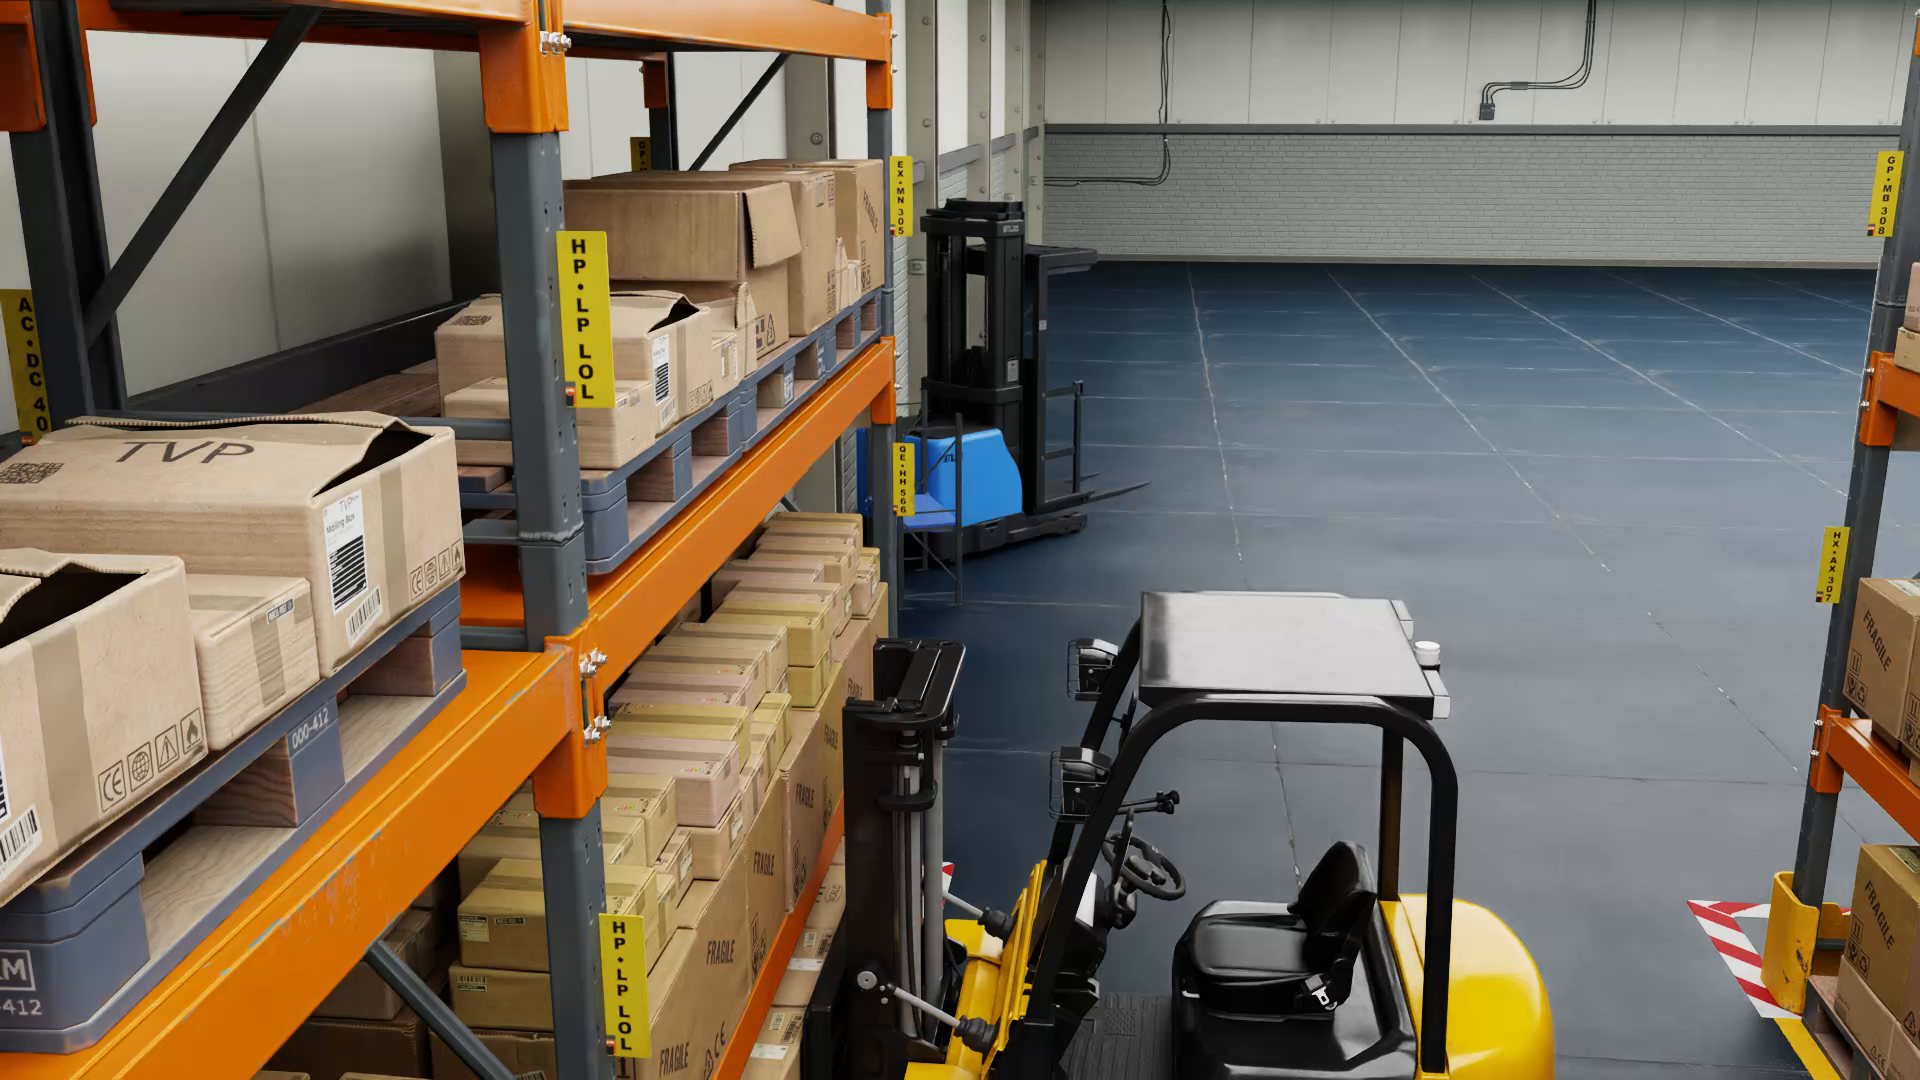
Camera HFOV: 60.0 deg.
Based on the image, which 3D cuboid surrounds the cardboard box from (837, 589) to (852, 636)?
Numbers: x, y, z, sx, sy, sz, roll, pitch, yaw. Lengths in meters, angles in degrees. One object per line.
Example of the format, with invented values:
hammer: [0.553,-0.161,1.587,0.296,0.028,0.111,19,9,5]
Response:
cardboard box: [-0.634,0.262,6.512,0.380,0.149,0.250,2,15,7]

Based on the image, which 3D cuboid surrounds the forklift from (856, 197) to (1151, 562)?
forklift: [0.505,-1.536,14.727,3.031,2.935,1.130,-14,21,-42]

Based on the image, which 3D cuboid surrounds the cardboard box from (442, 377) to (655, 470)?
cardboard box: [-0.883,-0.255,3.598,0.380,0.149,0.250,2,15,7]

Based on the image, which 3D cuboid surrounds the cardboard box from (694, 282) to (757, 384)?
cardboard box: [-0.766,-0.580,4.576,0.396,0.266,0.258,1,15,5]

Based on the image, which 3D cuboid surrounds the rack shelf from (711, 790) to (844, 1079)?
rack shelf: [-1.010,1.259,5.639,1.077,0.370,4.000,2,15,6]

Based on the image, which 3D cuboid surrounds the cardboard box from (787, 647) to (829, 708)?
cardboard box: [-0.665,0.463,5.770,0.380,0.149,0.250,2,15,7]

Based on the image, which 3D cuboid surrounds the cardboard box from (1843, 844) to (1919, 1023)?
cardboard box: [3.780,1.508,6.366,0.500,0.500,0.500,1,15,4]

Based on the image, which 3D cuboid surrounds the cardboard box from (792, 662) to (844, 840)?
cardboard box: [-0.704,0.747,5.962,0.500,0.500,0.500,1,15,5]

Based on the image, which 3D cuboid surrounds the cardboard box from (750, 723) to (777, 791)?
cardboard box: [-0.765,0.663,5.031,0.380,0.149,0.250,1,15,4]

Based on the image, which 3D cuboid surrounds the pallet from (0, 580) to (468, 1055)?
pallet: [-1.322,0.304,2.413,0.805,0.209,1.217,1,15,4]

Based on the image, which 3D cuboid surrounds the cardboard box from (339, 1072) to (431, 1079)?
cardboard box: [-1.053,1.164,3.177,0.380,0.149,0.250,2,15,8]

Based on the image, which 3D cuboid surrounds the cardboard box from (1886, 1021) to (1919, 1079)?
cardboard box: [3.717,1.996,5.998,0.500,0.250,0.500,2,15,8]

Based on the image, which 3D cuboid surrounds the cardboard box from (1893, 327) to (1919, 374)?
cardboard box: [3.788,-0.712,6.285,0.380,0.149,0.250,2,15,6]

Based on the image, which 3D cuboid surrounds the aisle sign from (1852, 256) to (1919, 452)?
aisle sign: [3.847,-0.742,6.680,0.394,0.787,0.004,2,15,6]

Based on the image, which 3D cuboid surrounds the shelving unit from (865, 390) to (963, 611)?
shelving unit: [-0.370,-0.335,13.027,0.538,1.500,1.048,-4,16,-15]

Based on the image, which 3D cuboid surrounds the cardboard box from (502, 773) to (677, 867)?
cardboard box: [-0.945,0.714,4.270,0.380,0.149,0.250,1,15,5]

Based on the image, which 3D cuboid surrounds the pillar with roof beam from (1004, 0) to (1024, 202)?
pillar with roof beam: [5.227,-8.447,28.662,9.100,9.000,0.400,2,15,6]

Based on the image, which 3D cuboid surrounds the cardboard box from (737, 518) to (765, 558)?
cardboard box: [-1.034,-0.032,7.028,0.380,0.149,0.250,1,15,5]

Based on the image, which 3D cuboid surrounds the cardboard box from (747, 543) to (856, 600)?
cardboard box: [-0.615,0.120,6.467,0.380,0.149,0.250,2,15,8]

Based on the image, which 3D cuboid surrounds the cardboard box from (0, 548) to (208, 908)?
cardboard box: [-1.162,0.168,1.722,0.500,0.311,0.500,1,15,4]

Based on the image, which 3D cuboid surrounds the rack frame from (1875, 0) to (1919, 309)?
rack frame: [4.148,-2.358,6.143,1.000,3.000,0.127,2,15,6]

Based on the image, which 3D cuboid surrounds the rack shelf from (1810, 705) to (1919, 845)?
rack shelf: [3.923,1.404,5.102,1.077,0.370,4.000,2,15,6]

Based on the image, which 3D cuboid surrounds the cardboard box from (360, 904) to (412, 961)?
cardboard box: [-1.500,0.833,3.829,0.380,0.149,0.250,2,15,6]

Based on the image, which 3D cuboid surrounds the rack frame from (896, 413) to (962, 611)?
rack frame: [-0.230,-0.207,12.555,0.500,1.500,0.032,-4,16,-15]

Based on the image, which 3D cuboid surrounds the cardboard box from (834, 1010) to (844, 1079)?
cardboard box: [-0.693,1.805,5.745,0.500,0.250,0.500,2,15,6]

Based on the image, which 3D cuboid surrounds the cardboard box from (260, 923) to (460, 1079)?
cardboard box: [-1.453,1.257,4.074,0.500,0.500,0.500,2,15,6]

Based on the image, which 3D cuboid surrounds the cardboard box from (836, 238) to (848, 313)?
cardboard box: [-0.605,-0.952,5.951,0.396,0.266,0.258,2,15,6]

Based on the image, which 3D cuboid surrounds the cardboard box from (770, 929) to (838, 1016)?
cardboard box: [-0.690,1.558,5.701,0.500,0.250,0.500,1,15,5]

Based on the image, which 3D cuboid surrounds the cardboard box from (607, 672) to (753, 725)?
cardboard box: [-0.838,0.515,5.008,0.380,0.149,0.250,2,15,6]

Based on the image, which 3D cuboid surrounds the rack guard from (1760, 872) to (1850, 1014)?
rack guard: [4.140,1.764,7.180,1.175,0.500,0.348,2,15,6]

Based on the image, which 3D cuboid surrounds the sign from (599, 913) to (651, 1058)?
sign: [-0.695,0.923,3.436,0.100,0.325,0.005,2,15,6]

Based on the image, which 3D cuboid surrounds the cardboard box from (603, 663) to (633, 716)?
cardboard box: [-1.264,0.437,5.294,0.380,0.149,0.250,2,15,8]

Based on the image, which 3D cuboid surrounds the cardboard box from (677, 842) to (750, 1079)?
cardboard box: [-0.884,1.139,4.512,0.500,0.500,0.500,2,15,7]

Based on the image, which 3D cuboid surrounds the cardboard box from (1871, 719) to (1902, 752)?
cardboard box: [3.904,0.741,6.656,0.380,0.149,0.250,2,15,6]

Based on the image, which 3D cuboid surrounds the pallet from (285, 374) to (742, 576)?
pallet: [-1.165,-0.197,4.068,1.003,0.211,1.213,2,15,6]

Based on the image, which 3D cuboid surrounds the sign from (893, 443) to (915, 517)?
sign: [-0.247,-0.261,7.209,0.100,0.325,0.005,2,15,6]

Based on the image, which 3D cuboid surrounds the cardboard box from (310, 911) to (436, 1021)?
cardboard box: [-1.454,0.978,3.866,0.380,0.149,0.250,2,15,6]

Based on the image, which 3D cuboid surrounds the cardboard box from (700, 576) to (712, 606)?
cardboard box: [-1.156,0.168,6.290,0.380,0.149,0.250,2,15,7]

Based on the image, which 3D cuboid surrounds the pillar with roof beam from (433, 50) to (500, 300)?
pillar with roof beam: [2.519,-2.223,5.642,9.100,9.000,0.400,2,15,6]

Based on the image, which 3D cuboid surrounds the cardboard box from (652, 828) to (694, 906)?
cardboard box: [-0.909,0.858,4.308,0.380,0.149,0.250,2,15,6]

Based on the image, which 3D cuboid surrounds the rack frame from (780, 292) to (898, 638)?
rack frame: [-0.784,0.393,7.464,1.000,3.000,0.127,2,15,6]

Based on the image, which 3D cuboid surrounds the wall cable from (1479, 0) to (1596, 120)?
wall cable: [12.704,-12.213,36.074,2.305,6.003,0.169,2,15,6]

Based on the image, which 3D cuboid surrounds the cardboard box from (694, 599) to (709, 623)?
cardboard box: [-1.170,0.311,6.332,0.380,0.149,0.250,1,15,4]

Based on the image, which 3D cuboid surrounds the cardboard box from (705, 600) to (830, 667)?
cardboard box: [-0.660,0.321,5.725,0.380,0.149,0.250,2,15,7]

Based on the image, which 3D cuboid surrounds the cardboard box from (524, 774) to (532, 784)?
cardboard box: [-1.311,0.713,4.843,0.380,0.149,0.250,2,15,8]
